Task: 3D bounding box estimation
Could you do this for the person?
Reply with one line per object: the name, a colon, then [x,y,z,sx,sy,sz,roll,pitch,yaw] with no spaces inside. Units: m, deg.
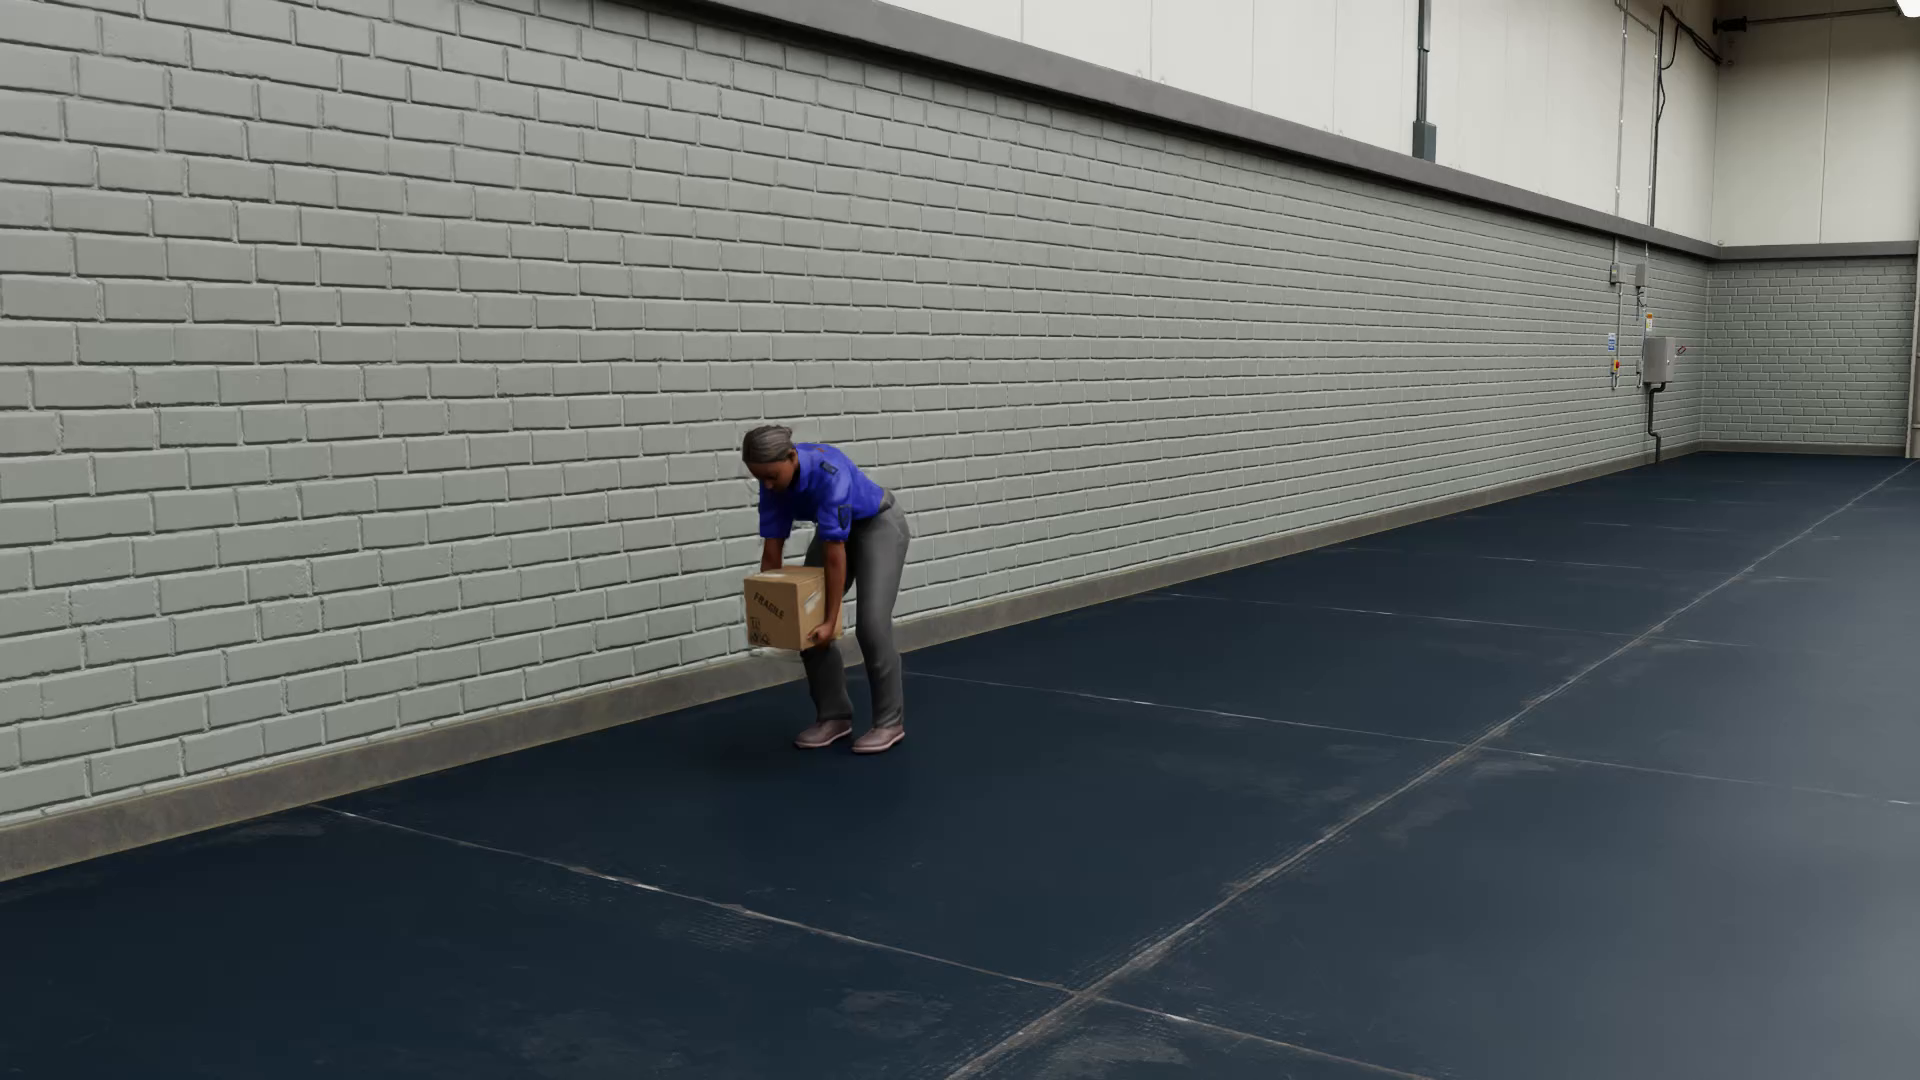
person: [-0.517,0.188,6.204,0.406,1.253,0.824,4,8,32]
